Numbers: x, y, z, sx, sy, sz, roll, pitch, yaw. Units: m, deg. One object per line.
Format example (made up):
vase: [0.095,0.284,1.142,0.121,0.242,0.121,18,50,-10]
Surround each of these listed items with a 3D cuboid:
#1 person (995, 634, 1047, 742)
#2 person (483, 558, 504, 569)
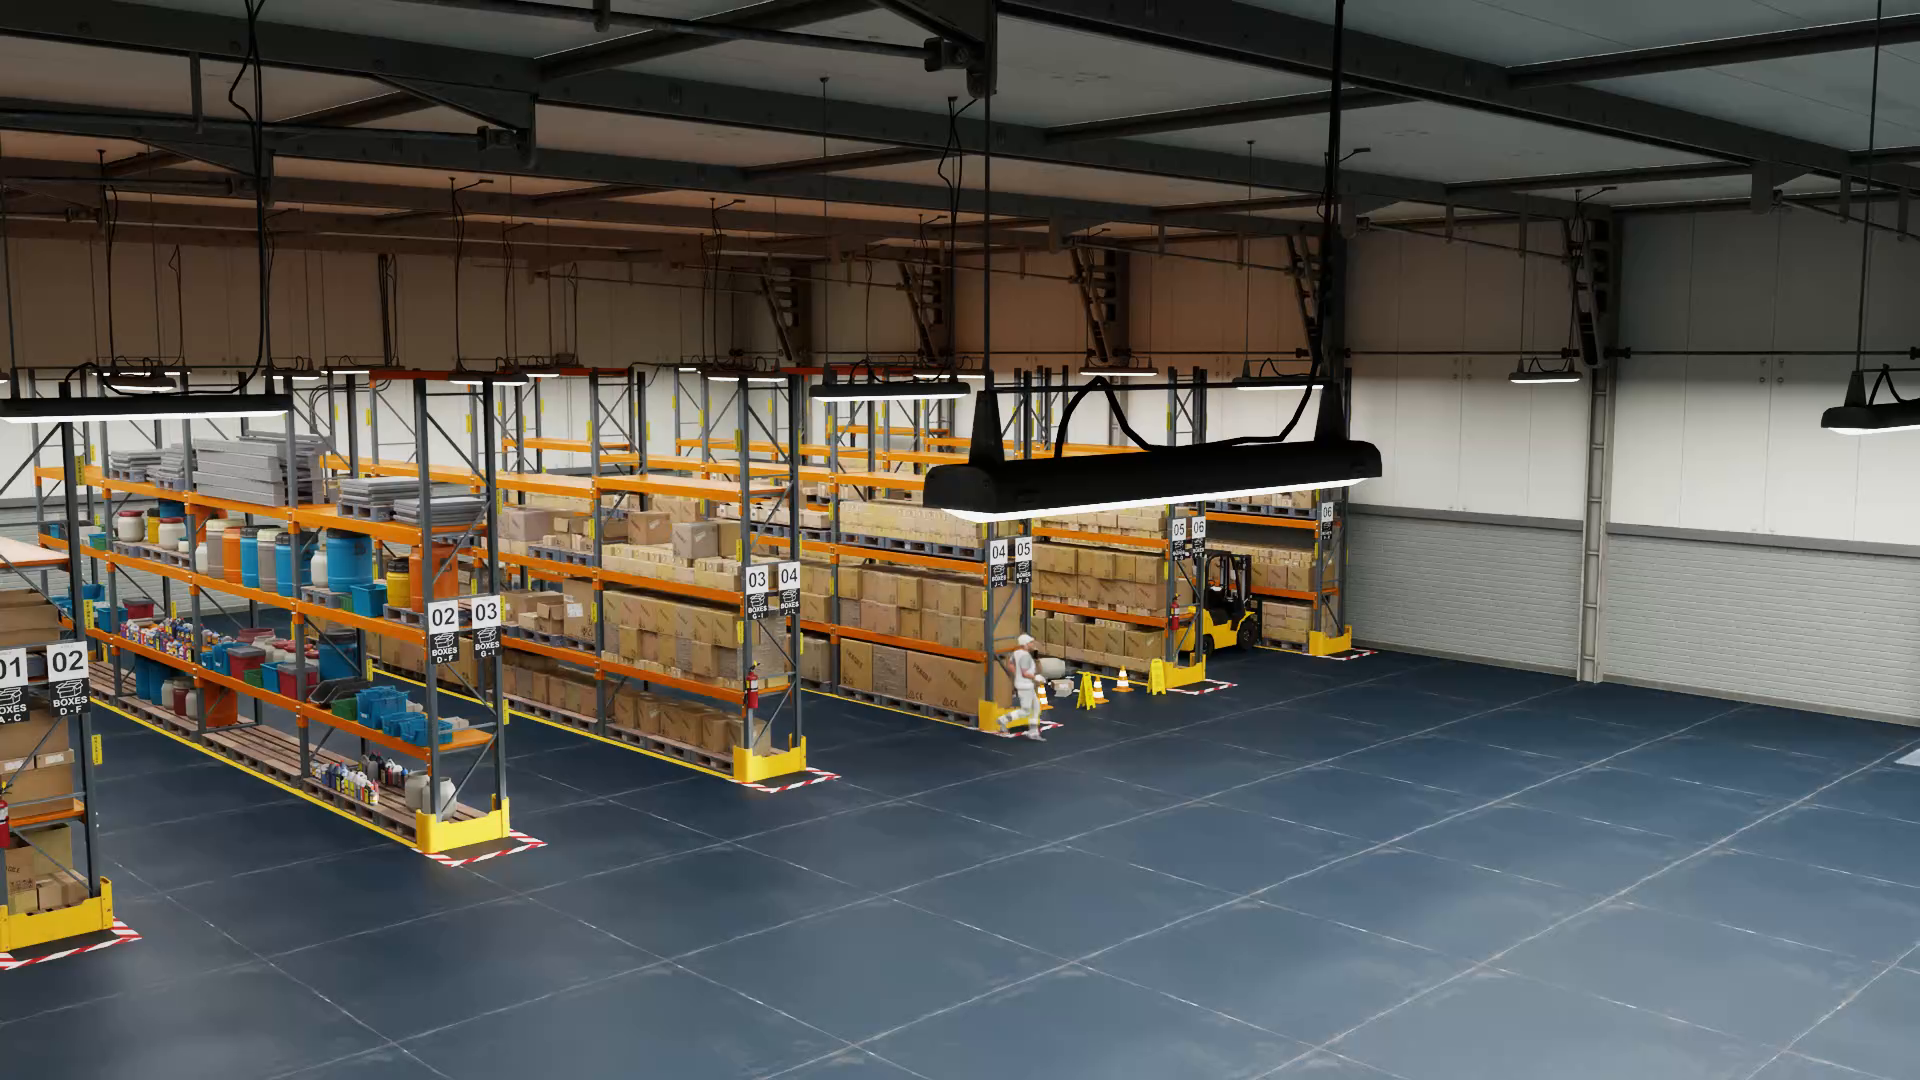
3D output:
person: [0.996,2.420,27.081,0.866,1.788,0.666,-1,6,-6]
person: [-11.242,0.927,40.079,0.740,1.753,0.939,3,7,26]
